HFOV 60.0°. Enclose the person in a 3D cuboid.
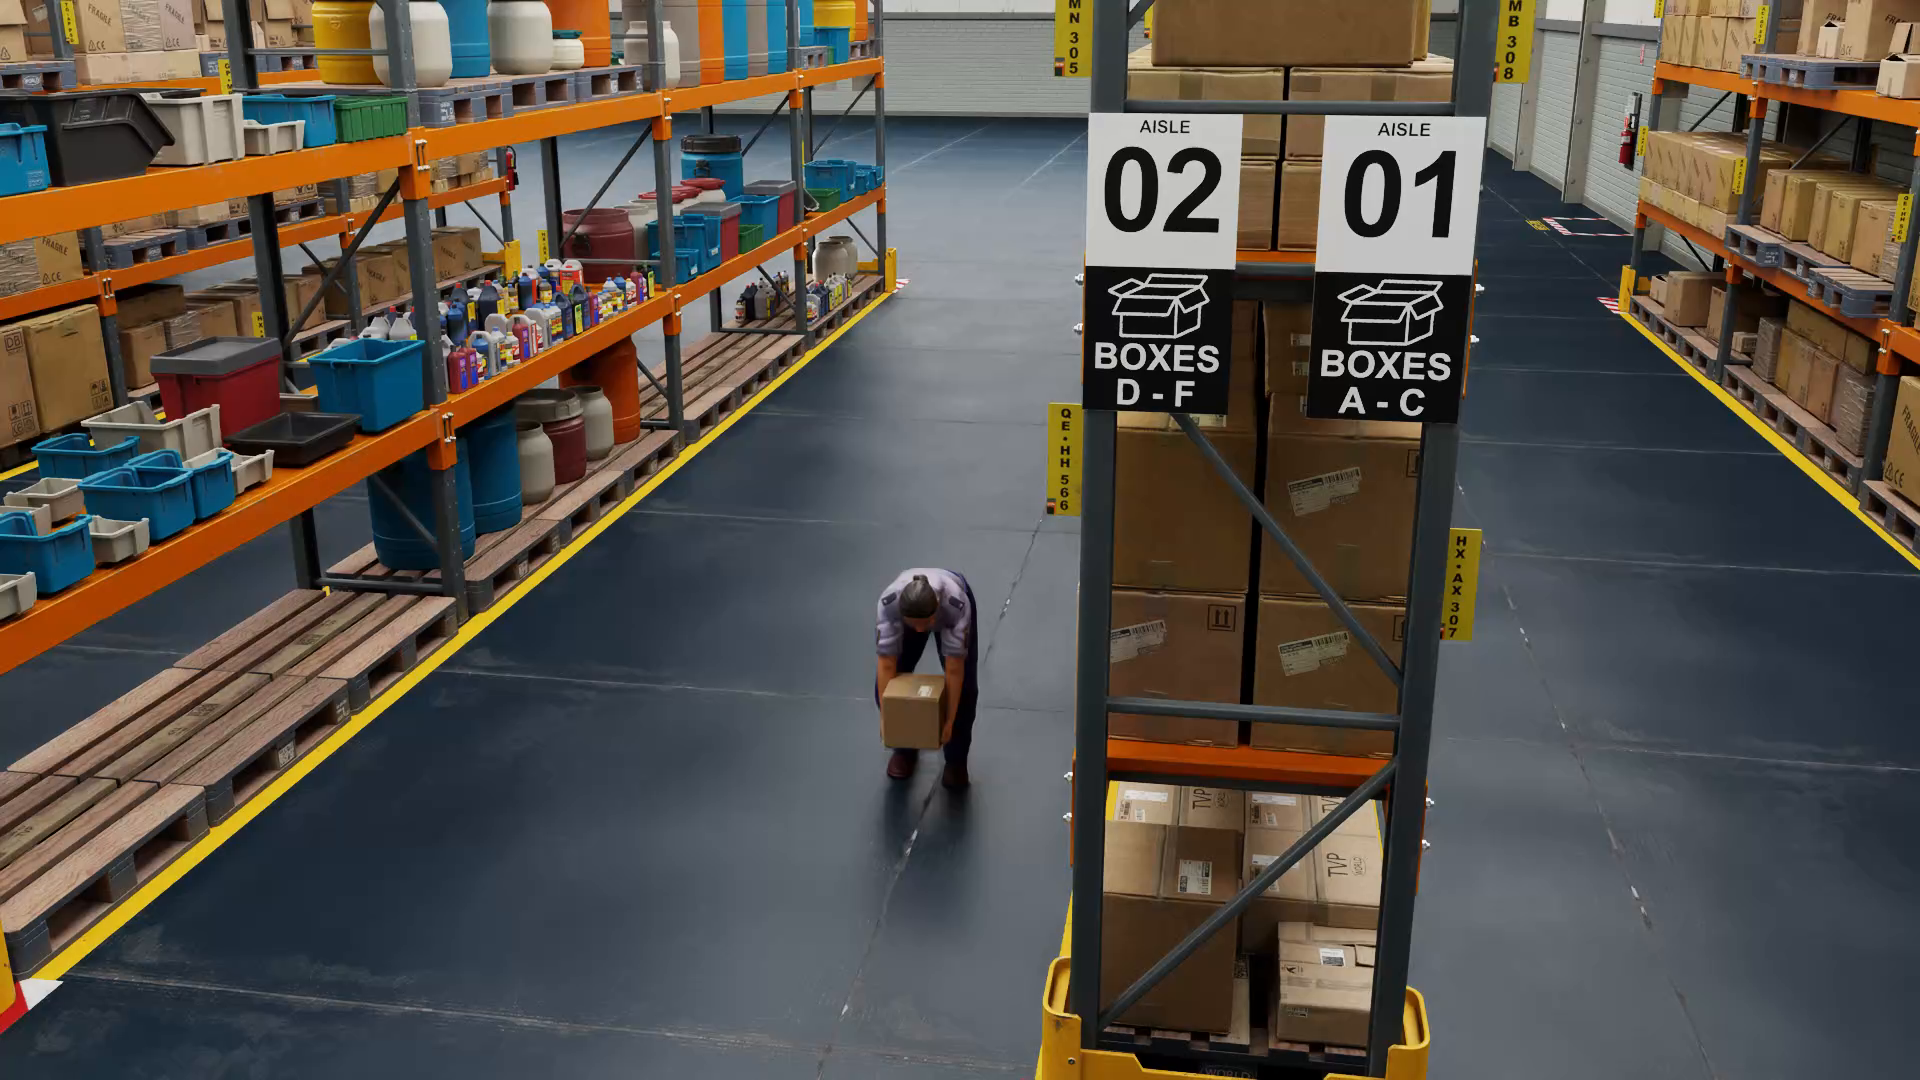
[{"bbox_3d":[-0.161,0.605,7.570,0.483,1.126,0.877,2,18,6],"label":"person"}]
